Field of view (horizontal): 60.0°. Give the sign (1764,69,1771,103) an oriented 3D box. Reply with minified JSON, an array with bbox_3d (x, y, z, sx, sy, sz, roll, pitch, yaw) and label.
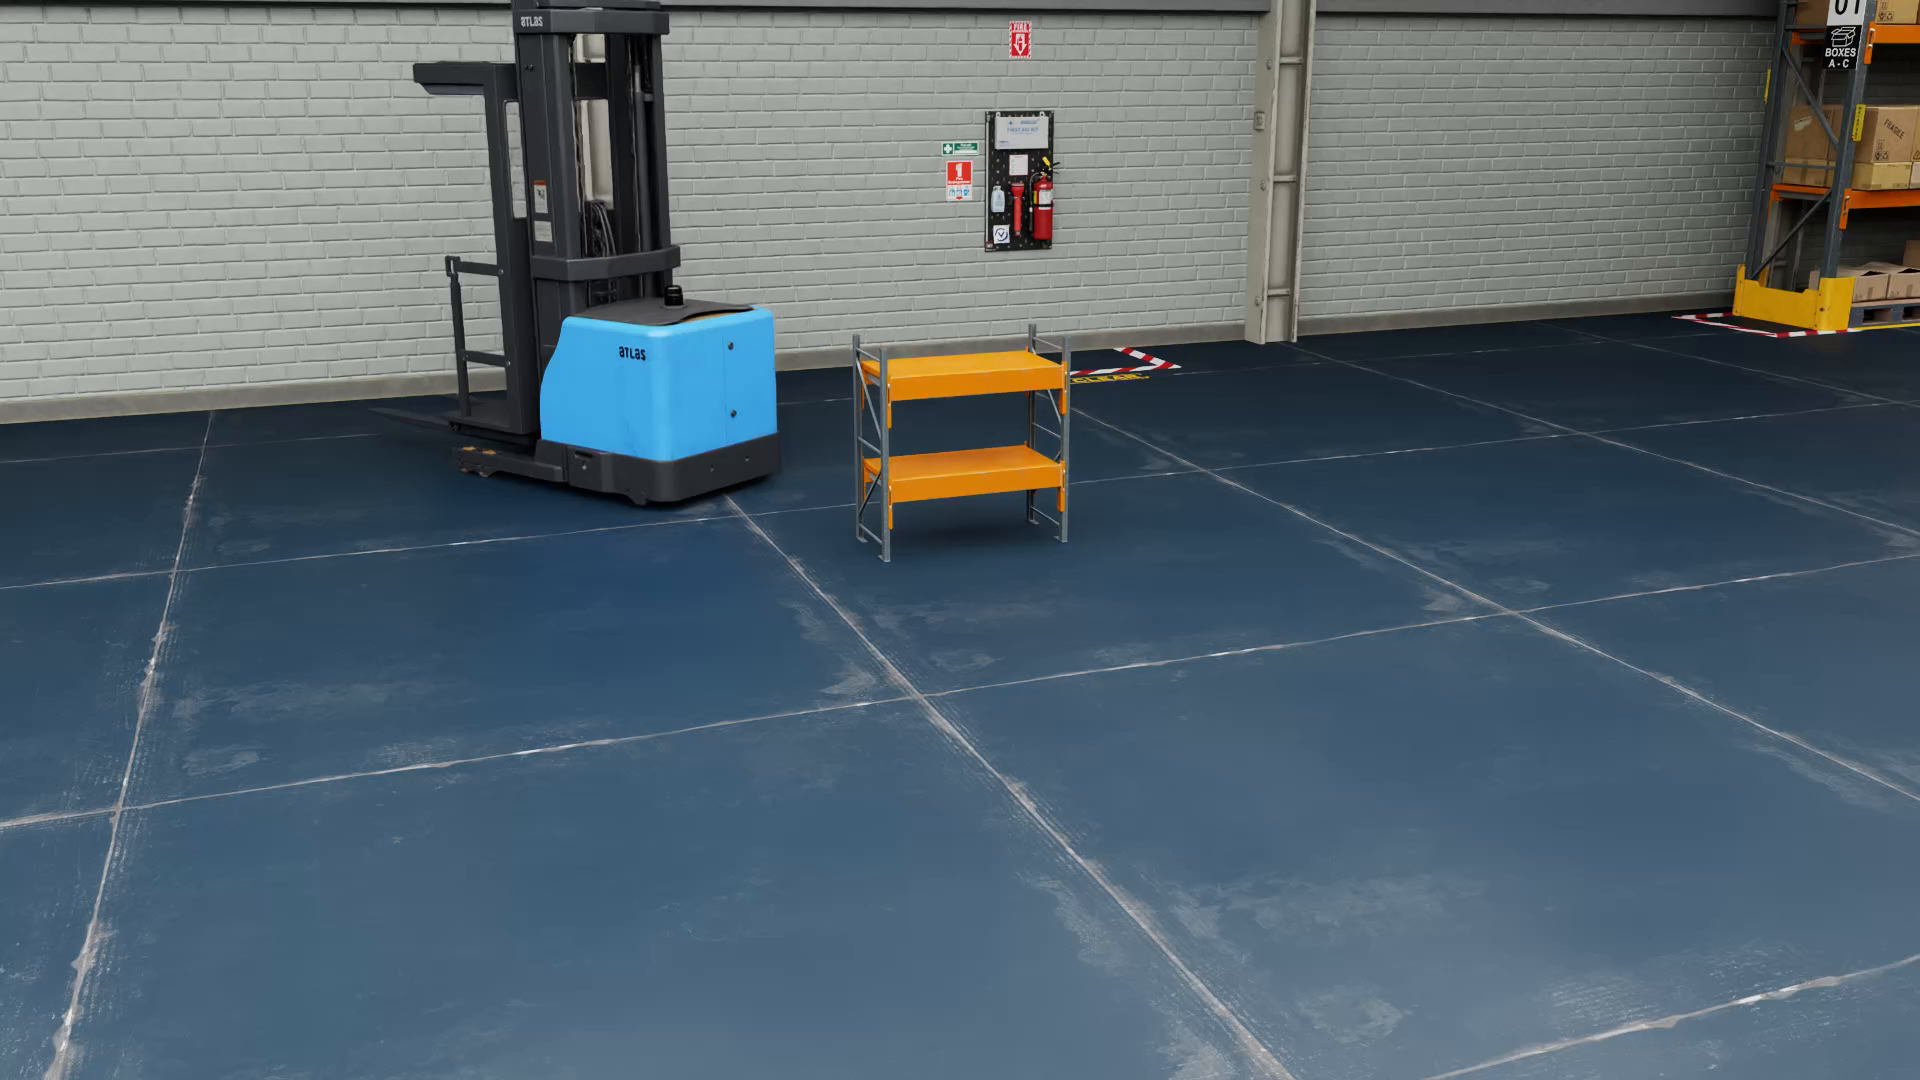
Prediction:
[{"bbox_3d":[7.947,-4.449,16.309,0.005,0.325,0.100,-6,17,-20],"label":"sign"}]

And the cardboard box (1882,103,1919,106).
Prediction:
[{"bbox_3d":[9.446,-4.096,16.623,0.500,0.500,0.500,-7,18,-22],"label":"cardboard box"}]

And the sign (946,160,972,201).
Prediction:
[{"bbox_3d":[-0.006,-3.037,14.052,0.234,0.329,0.001,-6,17,-20],"label":"sign"}]

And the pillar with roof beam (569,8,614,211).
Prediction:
[{"bbox_3d":[-1.194,-4.428,8.206,0.400,9.000,9.100,-6,17,-20],"label":"pillar with roof beam"}]

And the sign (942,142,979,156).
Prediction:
[{"bbox_3d":[0.002,-3.289,13.971,0.331,0.109,0.001,-6,17,-20],"label":"sign"}]

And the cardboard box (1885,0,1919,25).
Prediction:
[{"bbox_3d":[9.043,-5.103,15.617,0.500,0.500,0.500,-5,17,-16],"label":"cardboard box"}]

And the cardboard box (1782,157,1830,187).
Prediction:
[{"bbox_3d":[8.494,-3.630,16.365,0.500,0.250,0.500,-6,17,-19],"label":"cardboard box"}]

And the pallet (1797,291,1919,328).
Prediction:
[{"bbox_3d":[8.969,-2.336,16.679,1.213,0.211,1.003,-6,17,-20],"label":"pallet"}]

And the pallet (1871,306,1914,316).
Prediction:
[{"bbox_3d":[10.107,-2.458,17.094,1.213,0.211,1.003,-6,17,-20],"label":"pallet"}]

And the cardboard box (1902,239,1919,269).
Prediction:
[{"bbox_3d":[10.041,-2.770,16.863,0.500,0.500,0.700,-7,18,-24],"label":"cardboard box"}]

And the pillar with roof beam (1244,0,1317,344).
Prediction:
[{"bbox_3d":[4.409,-5.033,10.266,0.400,9.000,9.100,-6,17,-20],"label":"pillar with roof beam"}]

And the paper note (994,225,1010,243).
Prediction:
[{"bbox_3d":[0.357,-2.626,14.279,0.142,0.148,0.016,-6,17,-20],"label":"paper note"}]

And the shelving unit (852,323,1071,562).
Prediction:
[{"bbox_3d":[0.006,-0.540,8.942,1.048,1.125,0.538,-6,17,-20],"label":"shelving unit"}]

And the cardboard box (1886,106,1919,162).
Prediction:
[{"bbox_3d":[9.146,-3.908,15.981,0.500,0.500,0.500,-6,17,-20],"label":"cardboard box"}]

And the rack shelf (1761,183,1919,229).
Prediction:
[{"bbox_3d":[9.995,-3.450,16.801,4.000,0.370,1.077,-6,17,-20],"label":"rack shelf"}]

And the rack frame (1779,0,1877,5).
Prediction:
[{"bbox_3d":[8.127,-6.472,15.168,0.127,3.000,1.000,-6,17,-20],"label":"rack frame"}]

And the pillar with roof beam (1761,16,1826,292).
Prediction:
[{"bbox_3d":[10.012,-5.638,12.326,0.400,9.000,9.100,-6,17,-20],"label":"pillar with roof beam"}]

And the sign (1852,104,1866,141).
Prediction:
[{"bbox_3d":[8.321,-3.867,15.405,0.005,0.325,0.100,-6,17,-20],"label":"sign"}]

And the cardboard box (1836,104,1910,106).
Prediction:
[{"bbox_3d":[8.965,-4.043,16.442,0.500,0.500,0.500,-6,17,-19],"label":"cardboard box"}]

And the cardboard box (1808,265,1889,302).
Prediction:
[{"bbox_3d":[8.805,-2.561,16.487,0.500,0.311,0.500,-8,18,-26],"label":"cardboard box"}]

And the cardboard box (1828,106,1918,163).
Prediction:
[{"bbox_3d":[8.680,-3.860,15.820,0.500,0.500,0.500,-6,17,-20],"label":"cardboard box"}]

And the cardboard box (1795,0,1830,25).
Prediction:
[{"bbox_3d":[8.426,-5.199,15.944,0.500,0.500,0.500,-5,17,-16],"label":"cardboard box"}]

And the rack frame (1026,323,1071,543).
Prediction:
[{"bbox_3d":[0.481,-0.592,9.117,0.032,1.125,0.500,-6,17,-20],"label":"rack frame"}]

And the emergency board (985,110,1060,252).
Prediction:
[{"bbox_3d":[0.547,-3.048,14.154,0.643,1.169,0.194,-6,17,-20],"label":"emergency board"}]

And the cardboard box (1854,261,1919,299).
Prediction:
[{"bbox_3d":[9.338,-2.618,16.682,0.500,0.311,0.500,-5,17,-15],"label":"cardboard box"}]

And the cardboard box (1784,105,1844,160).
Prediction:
[{"bbox_3d":[8.491,-3.995,16.278,0.500,0.500,0.500,-6,18,-21],"label":"cardboard box"}]

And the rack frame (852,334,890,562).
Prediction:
[{"bbox_3d":[-0.468,-0.489,8.768,0.032,1.125,0.500,-6,17,-20],"label":"rack frame"}]

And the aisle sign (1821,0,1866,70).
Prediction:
[{"bbox_3d":[8.167,-4.755,15.353,0.004,0.787,0.394,-6,17,-20],"label":"aisle sign"}]

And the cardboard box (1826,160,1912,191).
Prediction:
[{"bbox_3d":[8.696,-3.497,15.914,0.500,0.250,0.500,-7,18,-22],"label":"cardboard box"}]

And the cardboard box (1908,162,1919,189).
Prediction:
[{"bbox_3d":[9.176,-3.553,16.105,0.500,0.250,0.500,-7,18,-22],"label":"cardboard box"}]

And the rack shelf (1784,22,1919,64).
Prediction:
[{"bbox_3d":[9.995,-4.890,16.378,4.000,0.370,1.077,-6,17,-20],"label":"rack shelf"}]

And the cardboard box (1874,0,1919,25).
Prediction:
[{"bbox_3d":[8.529,-5.059,15.464,0.500,0.500,0.500,-6,17,-19],"label":"cardboard box"}]

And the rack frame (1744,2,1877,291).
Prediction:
[{"bbox_3d":[8.127,-3.594,16.013,0.127,3.000,1.000,-6,17,-20],"label":"rack frame"}]

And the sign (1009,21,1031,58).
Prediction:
[{"bbox_3d":[0.504,-4.186,13.914,0.199,0.298,0.001,-6,17,-20],"label":"sign"}]

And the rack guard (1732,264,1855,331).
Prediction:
[{"bbox_3d":[8.198,-2.402,16.391,0.348,0.500,1.175,-6,17,-20],"label":"rack guard"}]

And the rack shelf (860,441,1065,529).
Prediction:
[{"bbox_3d":[0.006,-0.306,9.011,1.000,0.278,0.538,-6,17,-20],"label":"rack shelf"}]

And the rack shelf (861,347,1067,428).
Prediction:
[{"bbox_3d":[0.006,-0.821,8.860,1.000,0.278,0.538,-6,17,-20],"label":"rack shelf"}]

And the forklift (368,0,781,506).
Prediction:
[{"bbox_3d":[-2.609,-1.911,10.403,3.031,2.935,1.130,11,20,34],"label":"forklift"}]
